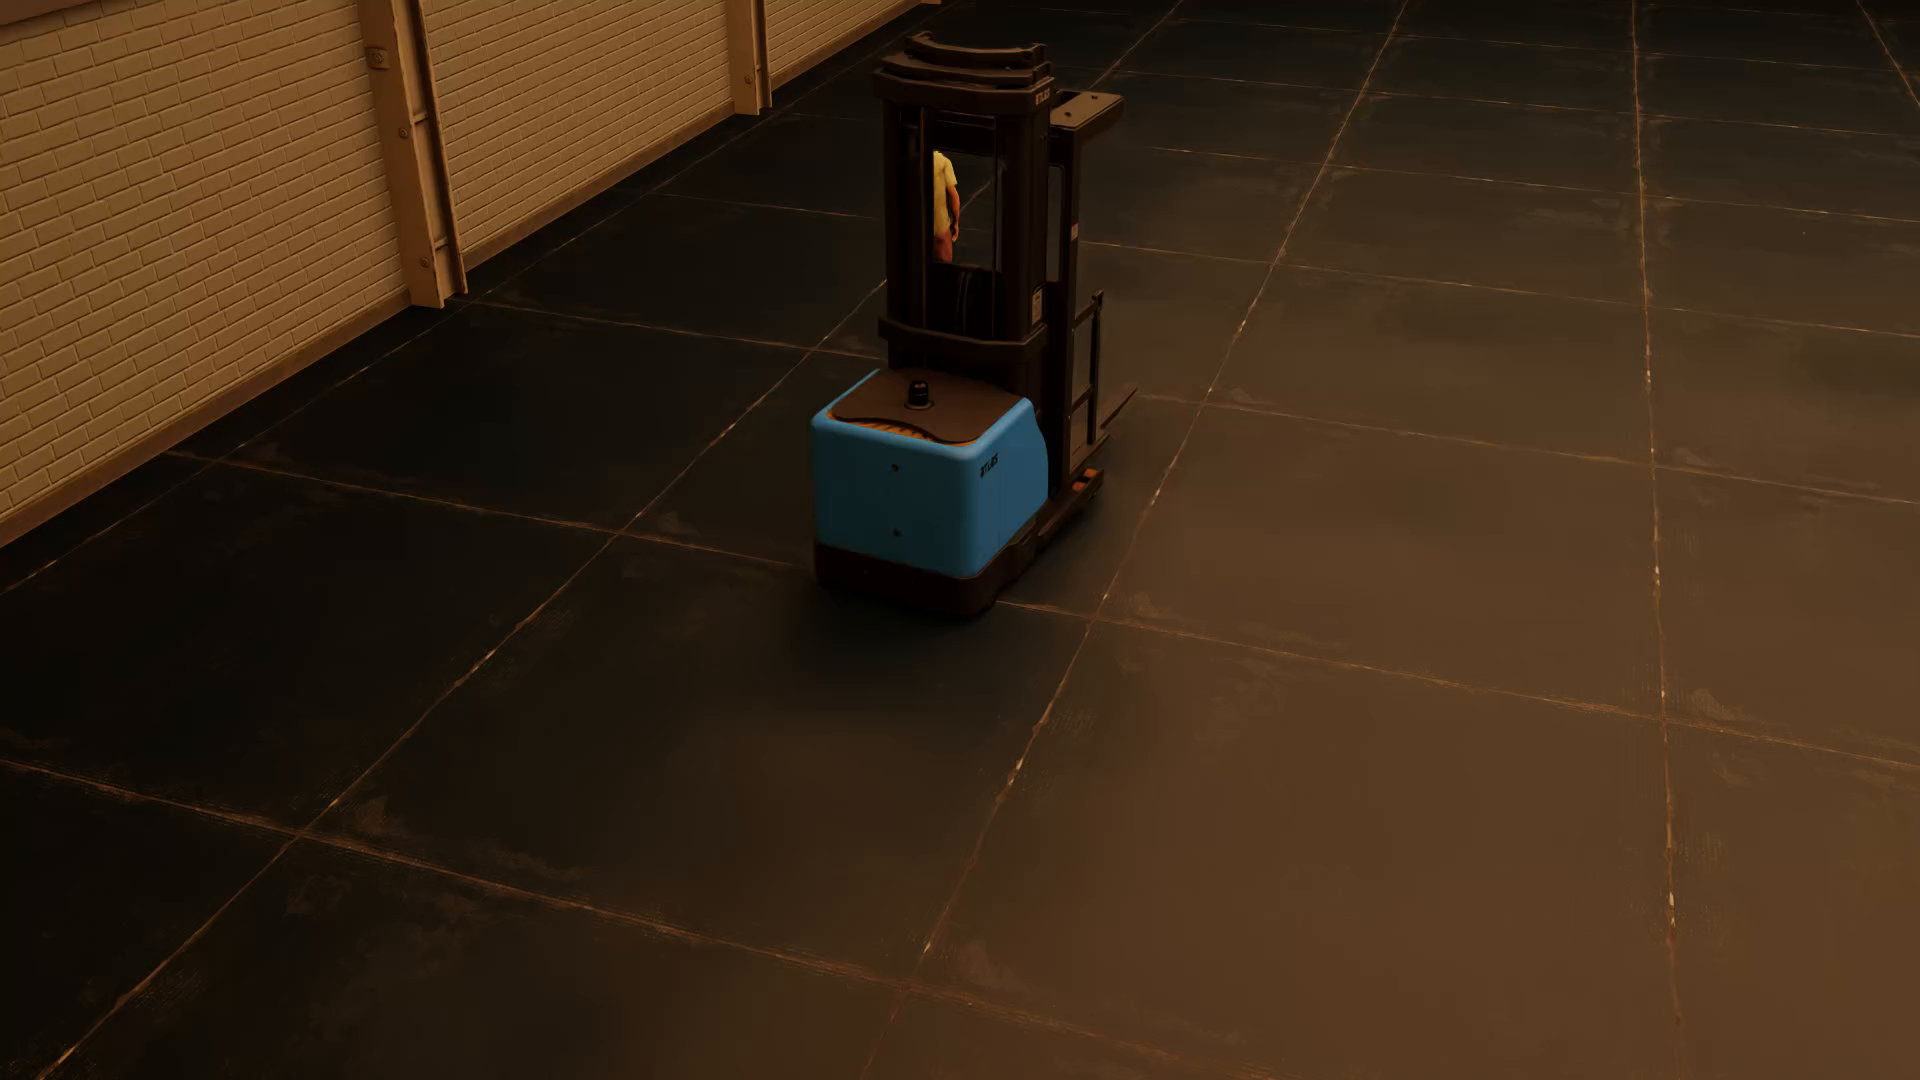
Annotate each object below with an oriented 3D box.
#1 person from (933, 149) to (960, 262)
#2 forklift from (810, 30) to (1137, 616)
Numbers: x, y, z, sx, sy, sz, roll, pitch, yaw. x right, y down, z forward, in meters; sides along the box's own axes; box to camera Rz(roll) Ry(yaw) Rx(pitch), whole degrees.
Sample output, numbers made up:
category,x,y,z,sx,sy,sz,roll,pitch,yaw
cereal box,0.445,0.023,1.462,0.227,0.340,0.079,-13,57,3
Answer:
category,x,y,z,sx,sy,sz,roll,pitch,yaw
person,-0.249,-2.346,12.525,0.515,1.671,0.365,-3,30,-5
forklift,0.263,-1.560,9.873,1.130,2.935,3.031,14,32,23
